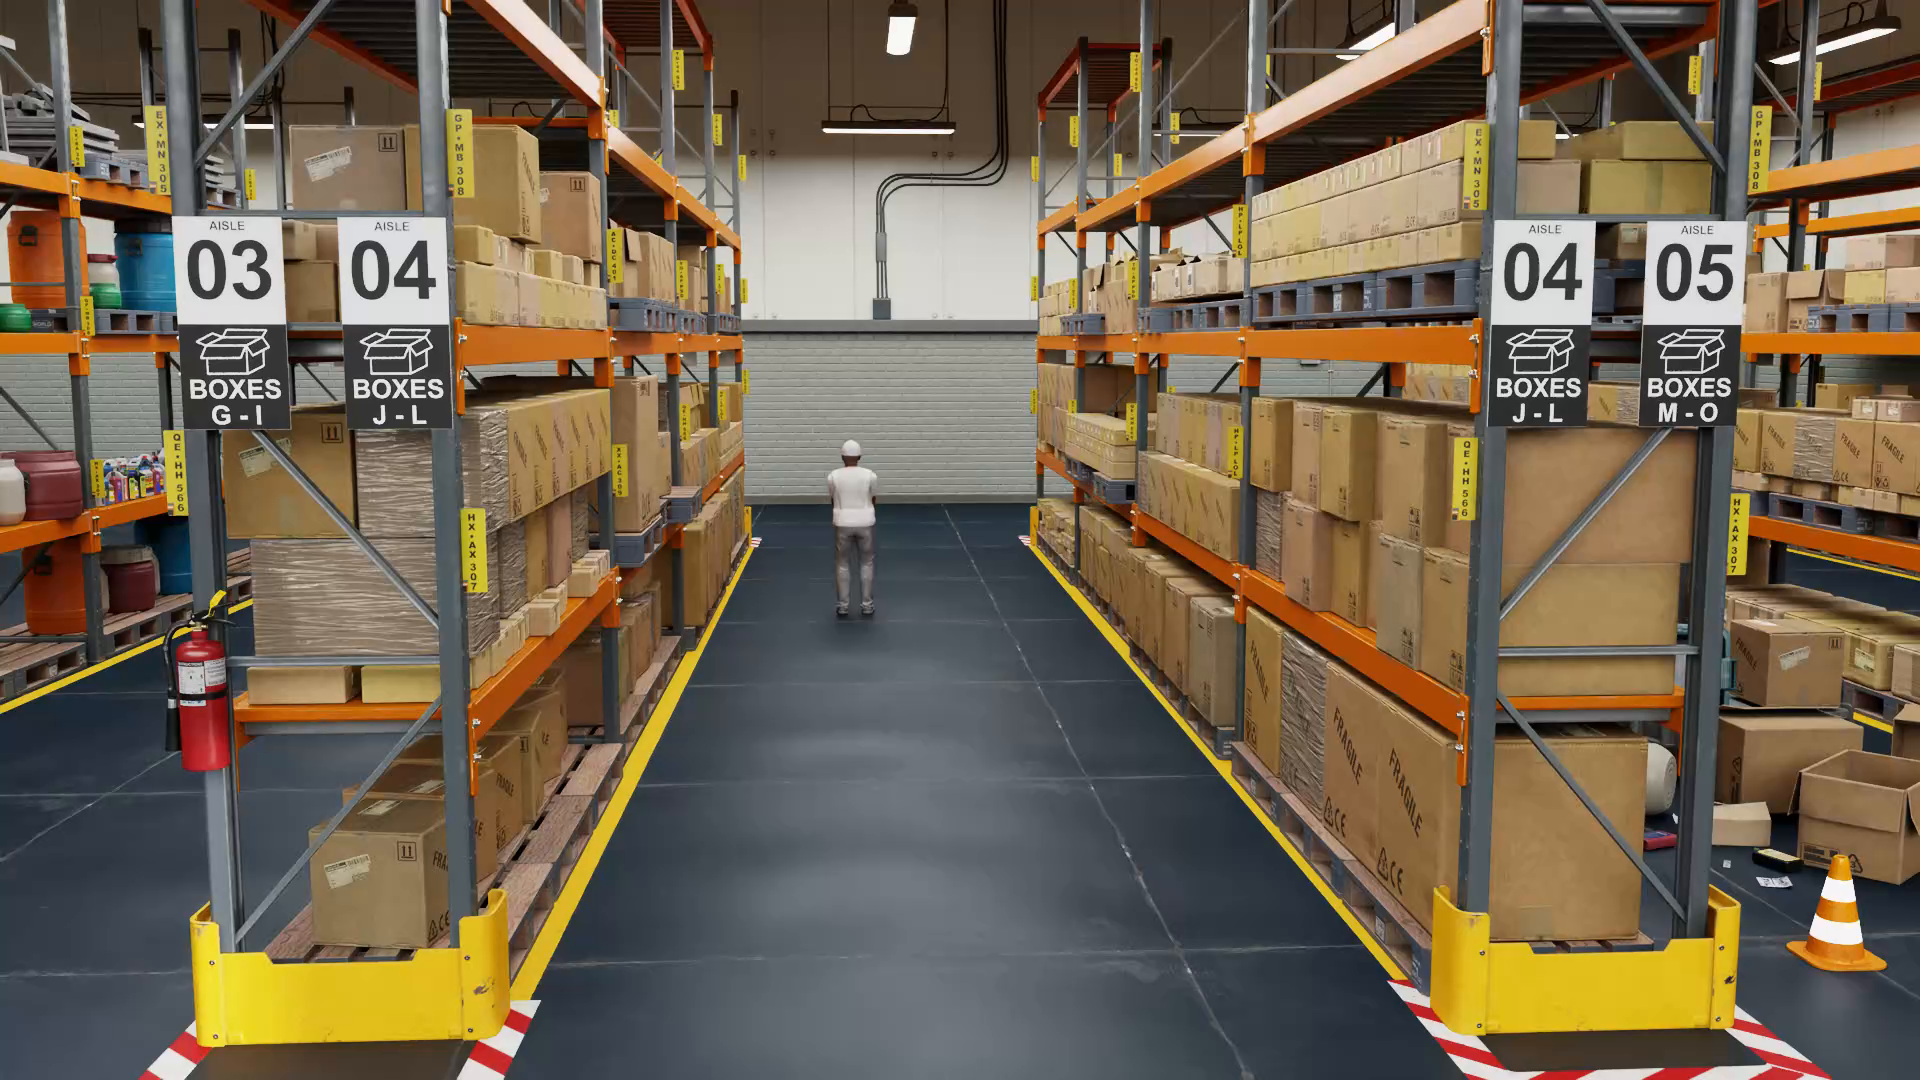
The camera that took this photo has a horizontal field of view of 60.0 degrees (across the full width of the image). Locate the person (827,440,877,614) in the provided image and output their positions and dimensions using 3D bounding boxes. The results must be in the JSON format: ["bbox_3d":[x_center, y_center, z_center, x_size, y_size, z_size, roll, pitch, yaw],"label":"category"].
[{"bbox_3d":[-1.087,-0.145,16.880,0.503,1.760,0.576,0,7,-3],"label":"person"}]
